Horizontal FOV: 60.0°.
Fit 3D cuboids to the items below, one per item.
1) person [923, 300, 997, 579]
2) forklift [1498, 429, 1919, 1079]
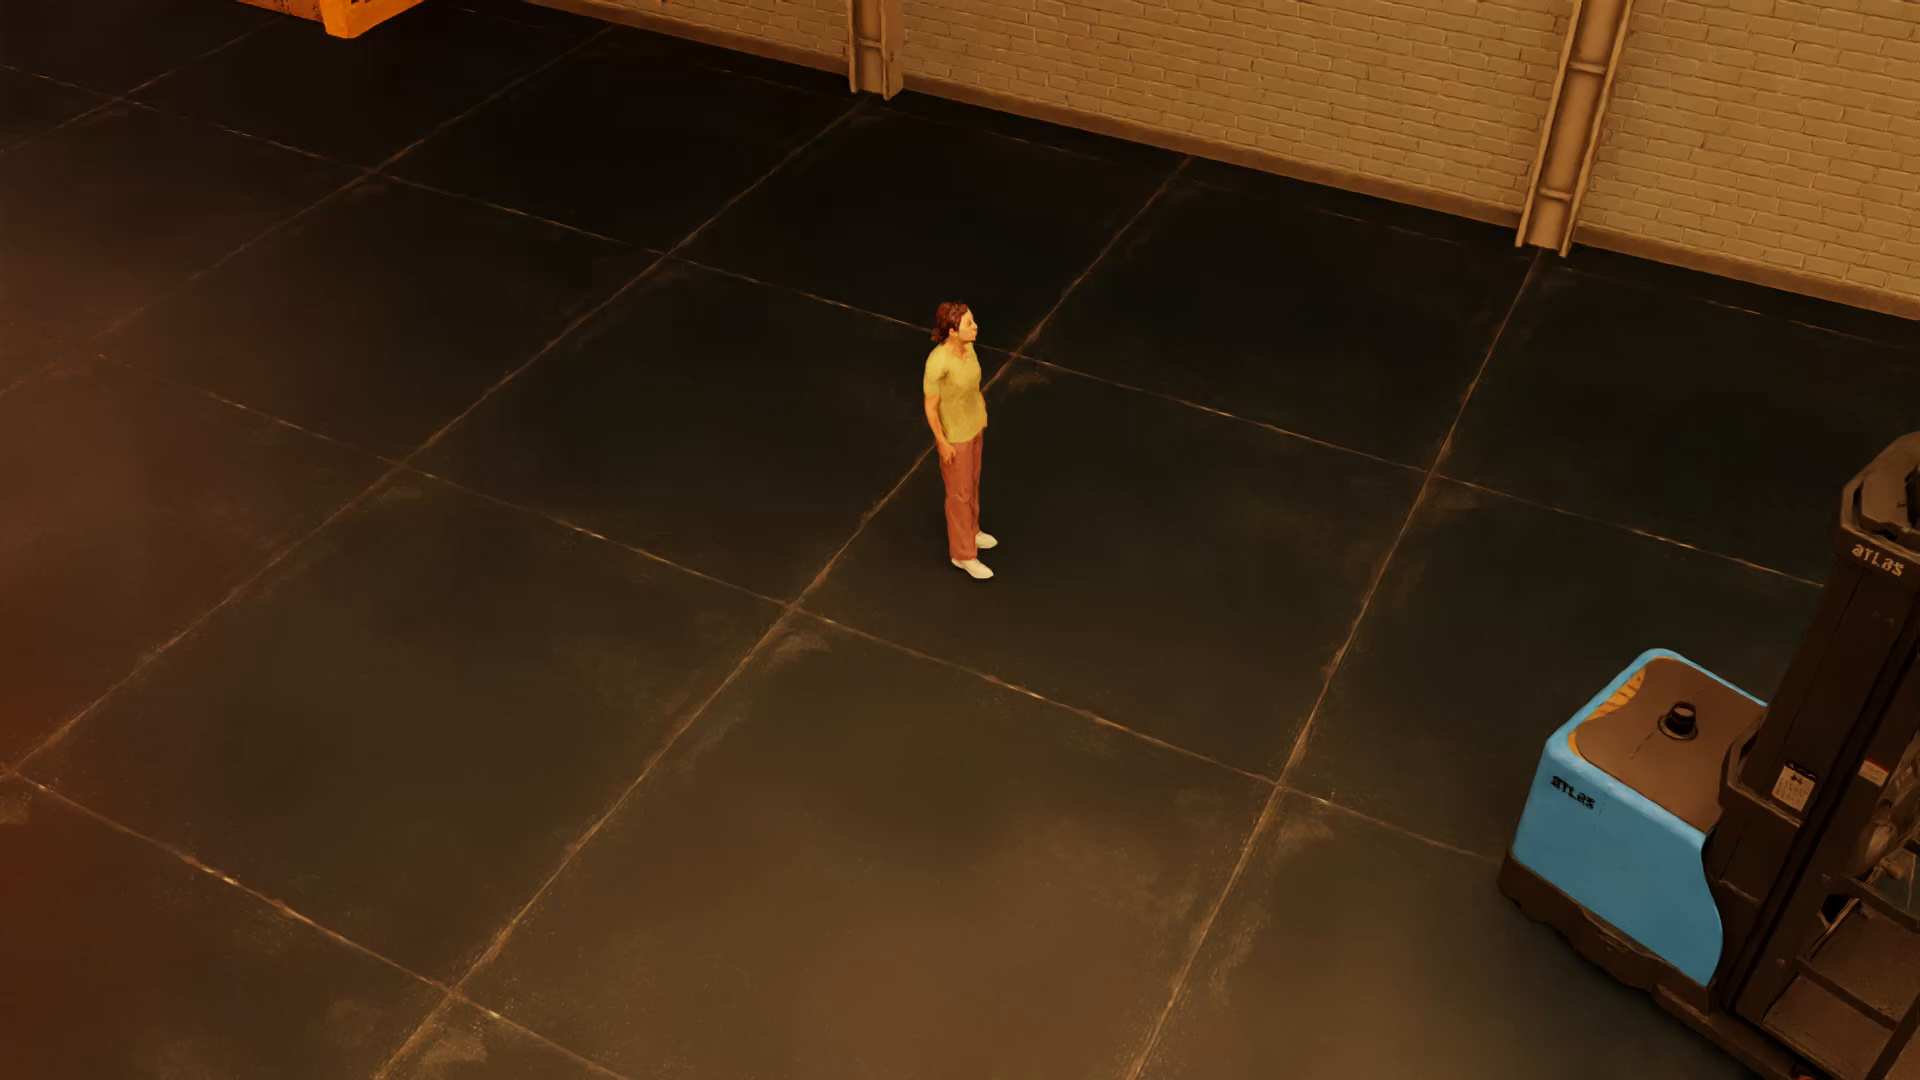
[{"bbox_3d":[0.061,-0.618,9.684,0.548,1.674,0.554,18,43,21],"label":"person"},{"bbox_3d":[4.008,1.103,6.677,1.130,2.935,3.031,-31,49,-31],"label":"forklift"}]
